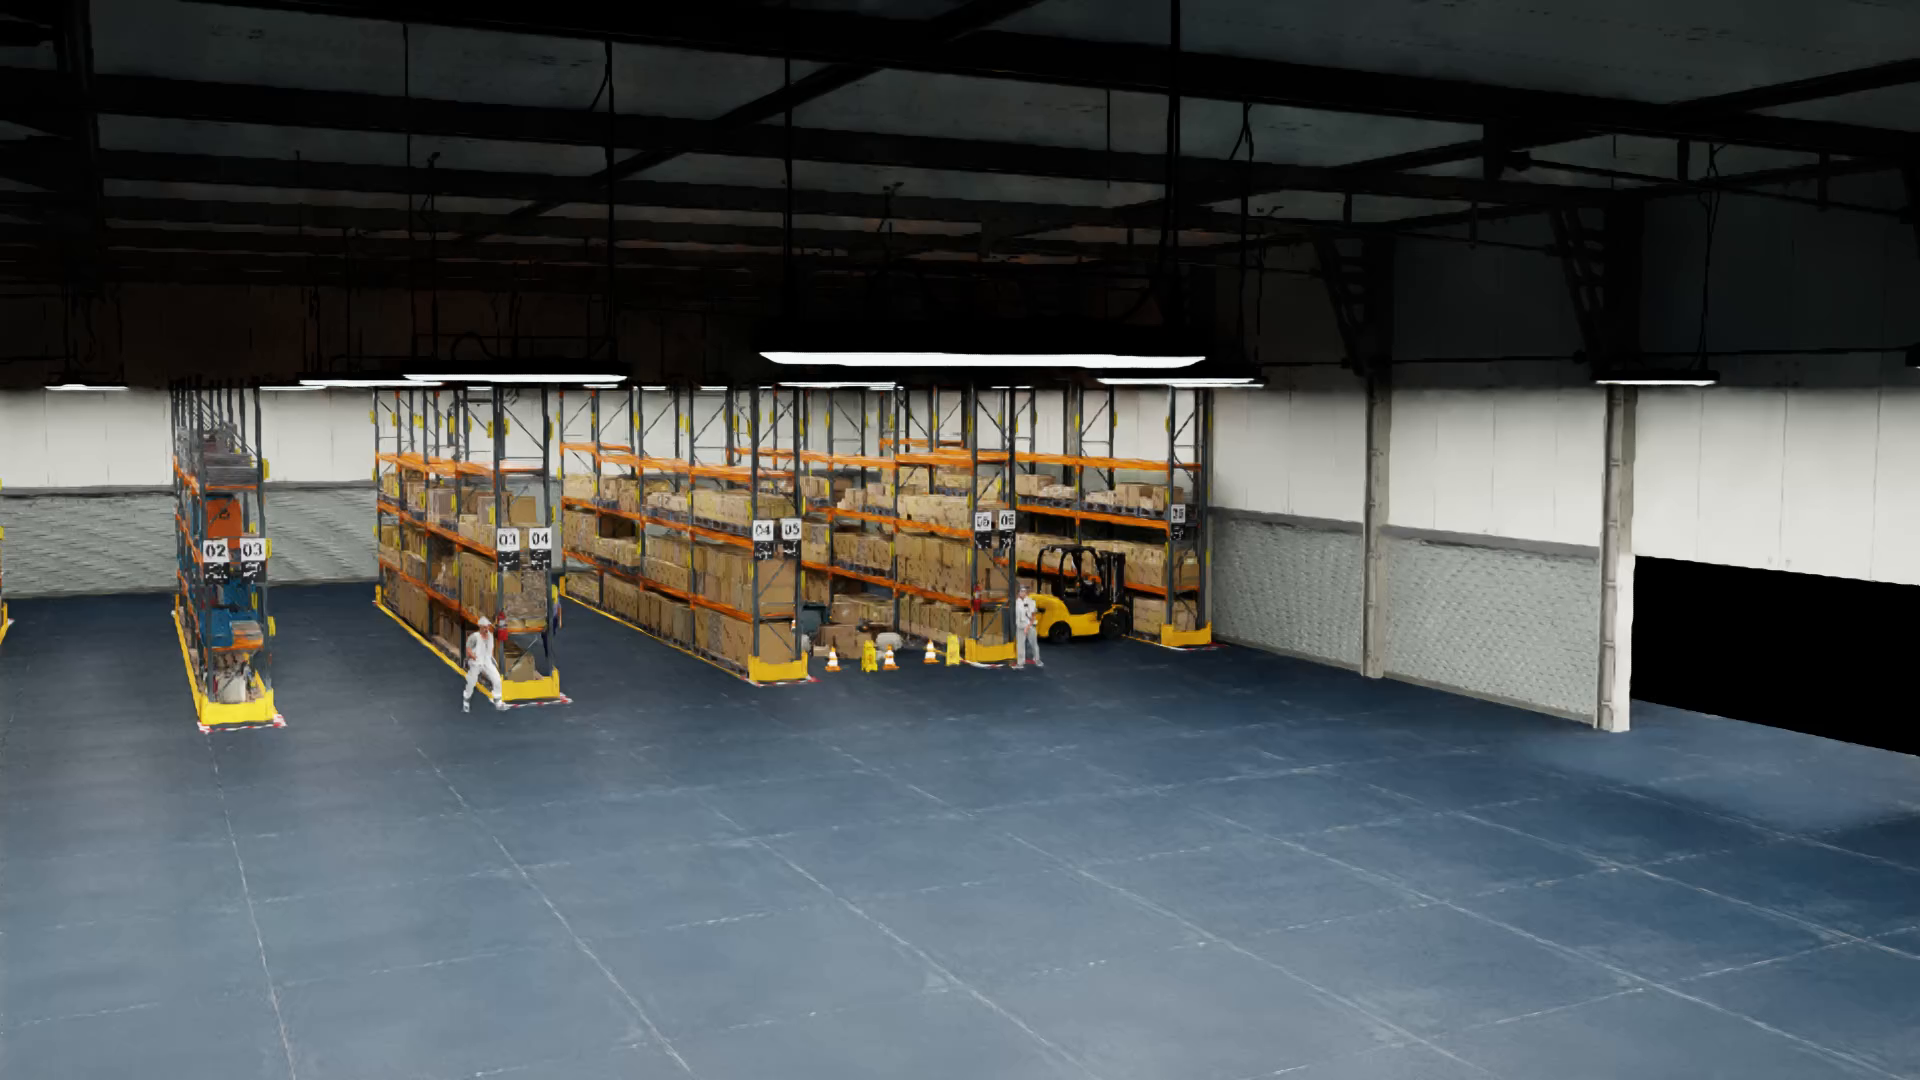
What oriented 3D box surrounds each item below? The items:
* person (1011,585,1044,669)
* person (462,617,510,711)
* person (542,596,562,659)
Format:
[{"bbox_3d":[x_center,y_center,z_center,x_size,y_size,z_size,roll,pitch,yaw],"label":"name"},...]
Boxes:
[{"bbox_3d":[1.394,1.790,34.506,0.570,1.733,0.721,4,6,35],"label":"person"},{"bbox_3d":[-8.548,2.213,29.726,0.684,1.715,0.841,-5,7,-43],"label":"person"},{"bbox_3d":[-8.840,1.741,35.839,0.493,1.587,0.991,-3,6,-28],"label":"person"}]
